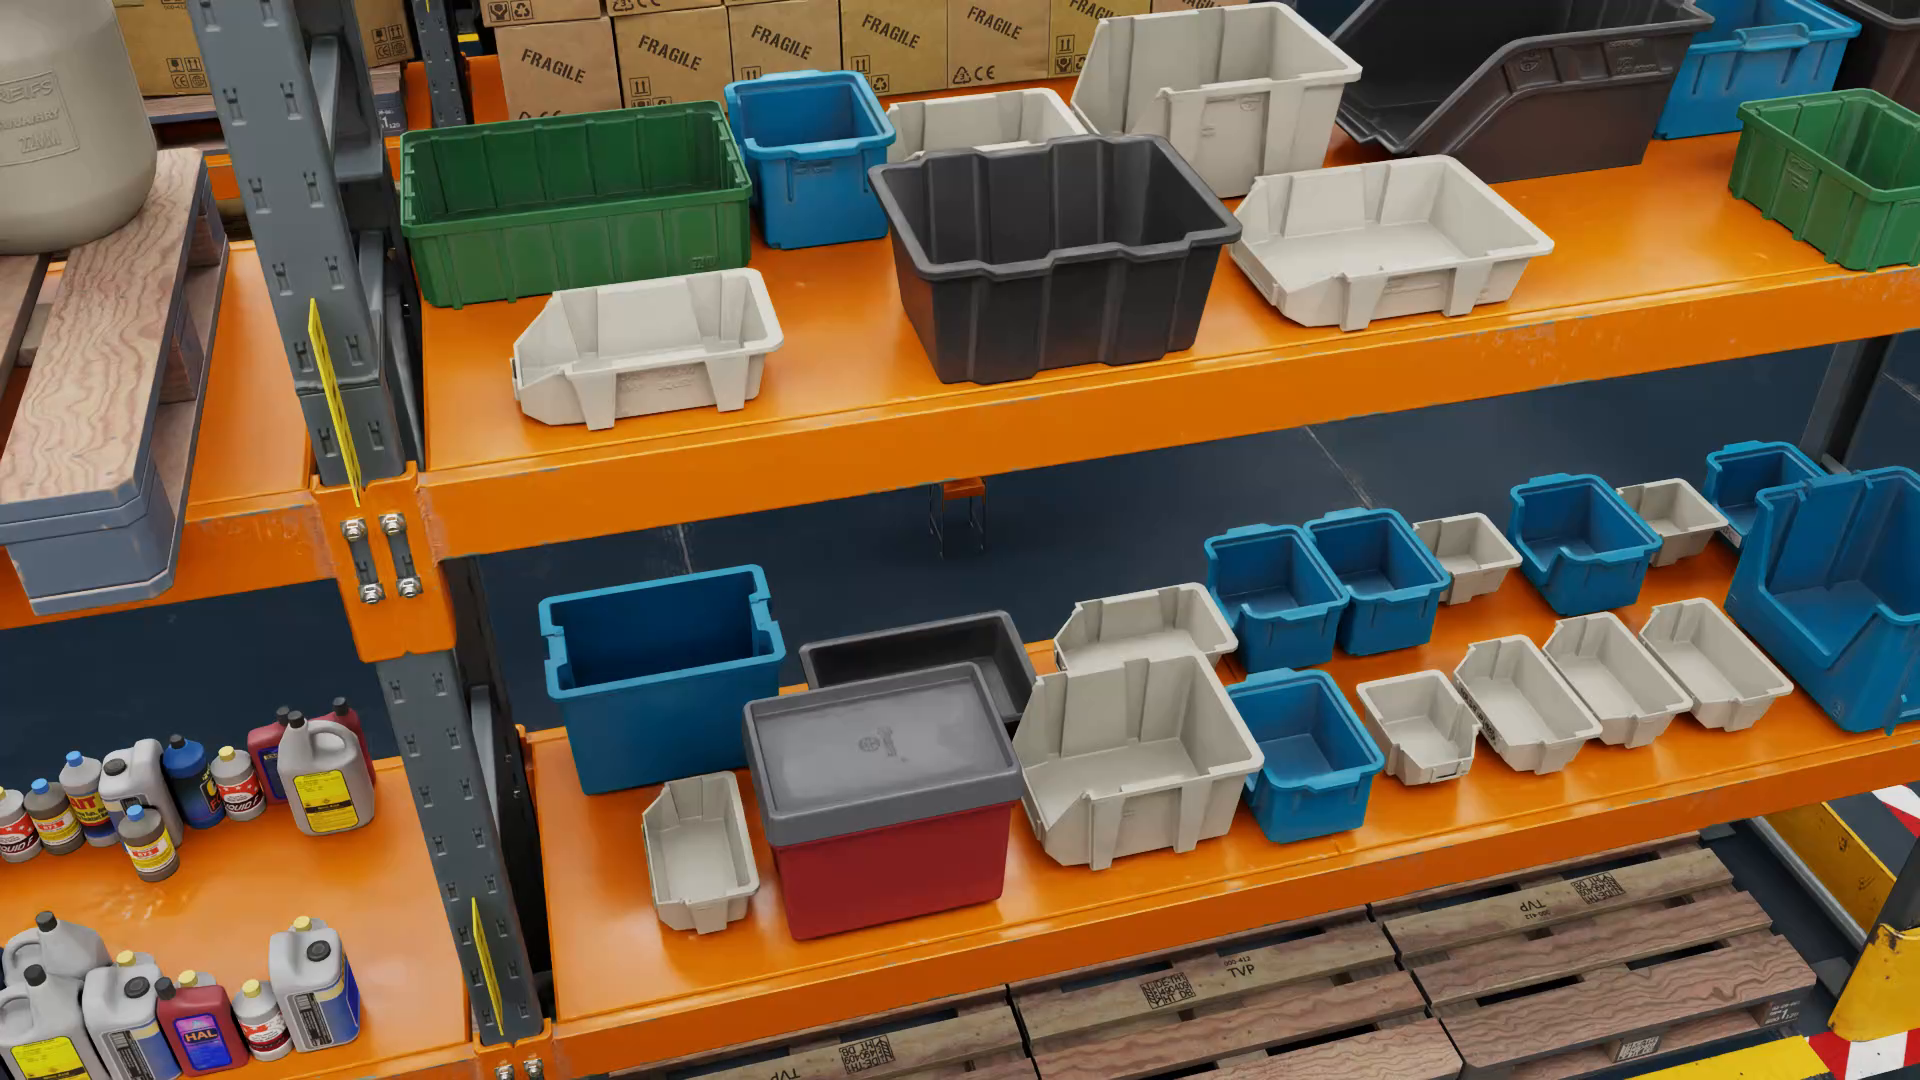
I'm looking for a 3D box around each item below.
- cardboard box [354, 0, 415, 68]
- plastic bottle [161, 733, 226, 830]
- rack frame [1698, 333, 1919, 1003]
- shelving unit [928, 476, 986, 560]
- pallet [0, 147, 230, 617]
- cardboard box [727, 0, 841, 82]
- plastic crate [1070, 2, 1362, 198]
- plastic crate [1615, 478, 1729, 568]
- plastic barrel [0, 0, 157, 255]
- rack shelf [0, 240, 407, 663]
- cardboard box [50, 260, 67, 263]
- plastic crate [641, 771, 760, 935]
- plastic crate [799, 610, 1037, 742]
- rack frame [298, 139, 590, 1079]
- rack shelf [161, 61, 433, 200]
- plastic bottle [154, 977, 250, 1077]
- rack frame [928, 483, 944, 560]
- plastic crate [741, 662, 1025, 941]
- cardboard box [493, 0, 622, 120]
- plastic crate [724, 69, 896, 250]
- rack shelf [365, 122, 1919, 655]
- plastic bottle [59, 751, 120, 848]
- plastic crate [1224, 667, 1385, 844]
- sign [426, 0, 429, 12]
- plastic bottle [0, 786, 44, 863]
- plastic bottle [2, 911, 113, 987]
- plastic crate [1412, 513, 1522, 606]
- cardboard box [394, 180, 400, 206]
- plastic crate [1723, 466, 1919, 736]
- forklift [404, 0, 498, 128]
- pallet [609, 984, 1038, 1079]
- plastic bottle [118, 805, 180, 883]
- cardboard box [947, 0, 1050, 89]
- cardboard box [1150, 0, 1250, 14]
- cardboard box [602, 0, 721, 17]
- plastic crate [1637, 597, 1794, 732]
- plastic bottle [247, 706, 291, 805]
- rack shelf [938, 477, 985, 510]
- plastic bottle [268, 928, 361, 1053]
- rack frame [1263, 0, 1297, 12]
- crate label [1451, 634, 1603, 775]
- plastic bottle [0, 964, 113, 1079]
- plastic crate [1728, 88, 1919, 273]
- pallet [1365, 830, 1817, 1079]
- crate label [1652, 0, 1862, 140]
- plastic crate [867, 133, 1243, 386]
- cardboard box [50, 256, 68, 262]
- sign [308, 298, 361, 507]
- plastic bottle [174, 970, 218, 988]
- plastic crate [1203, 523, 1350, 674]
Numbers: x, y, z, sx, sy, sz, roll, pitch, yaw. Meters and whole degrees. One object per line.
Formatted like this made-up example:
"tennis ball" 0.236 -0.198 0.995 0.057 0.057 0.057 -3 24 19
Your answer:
"cardboard box" -2.912 -2.505 7.629 0.500 0.500 0.700 -23 43 -27
"plastic bottle" -1.903 0.588 4.119 0.097 0.271 0.097 0 37 0
"rack frame" 2.753 0.030 4.742 0.127 3.000 1.000 -9 38 -12
"shelving unit" -0.014 -0.474 6.882 0.189 1.200 0.258 -9 38 -12
"pallet" -1.840 -0.272 2.823 1.003 0.211 1.213 -9 38 -12
"cardboard box" -0.856 -2.364 7.790 0.500 0.500 0.500 -10 38 -12
"plastic crate" 0.533 -0.945 3.645 0.530 0.282 0.437 -9 38 -12
"plastic crate" 2.097 -0.041 5.003 0.298 0.136 0.250 -9 38 -12
"plastic barrel" -1.682 -0.813 2.917 0.433 0.535 0.433 0 37 0
"rack shelf" -3.040 0.074 2.807 4.000 0.370 1.077 -9 38 -12
"cardboard box" -4.252 -0.944 7.710 0.500 0.500 0.500 -11 39 -13
"plastic crate" -0.622 0.754 3.963 0.243 0.136 0.396 -9 38 -12
"plastic crate" -0.098 0.414 4.417 0.590 0.125 0.437 -9 38 -12
"rack frame" -1.109 0.663 3.914 0.127 3.000 1.000 -9 38 -12
"rack shelf" -4.327 -1.640 7.517 4.000 0.370 1.077 -9 38 -12
"plastic bottle" -1.616 1.025 3.537 0.133 0.283 0.061 -9 38 -12
"rack frame" -0.102 -0.460 6.863 0.006 1.200 0.240 -9 38 -12
"plastic crate" -0.181 0.620 3.869 0.583 0.464 0.402 -9 38 -12
"cardboard box" -1.833 -2.203 7.579 0.500 0.500 0.500 -8 38 -11
"plastic crate" -0.313 -0.793 3.487 0.300 0.233 0.416 -9 38 -12
"rack shelf" 0.822 -0.559 3.635 4.000 0.370 1.077 -9 38 -12
"plastic bottle" -2.127 0.625 4.071 0.097 0.271 0.097 0 37 0
"plastic crate" 0.837 0.548 4.153 0.300 0.233 0.416 -9 38 -12
"sign" -2.248 -2.378 6.936 0.005 0.325 0.100 -9 38 -12
"plastic bottle" -2.315 0.683 4.052 0.097 0.201 0.097 0 37 0
"plastic bottle" -1.948 0.936 3.598 0.185 0.351 0.144 -9 38 -12
"plastic crate" 1.443 0.066 4.862 0.298 0.136 0.250 -9 38 -12
"cardboard box" -2.927 -1.491 8.426 0.500 0.500 0.500 -11 39 -14
"plastic crate" 2.478 0.154 4.501 0.499 0.435 0.616 -9 38 -12
"forklift" -3.042 -3.624 9.575 3.031 2.935 1.130 -9 38 -11
"pallet" -0.409 1.632 4.943 1.213 0.211 1.003 -9 38 -12
"plastic bottle" -1.958 0.720 4.003 0.097 0.201 0.097 0 37 0
"cardboard box" 0.121 -2.525 8.000 0.500 0.500 0.500 -9 38 -12
"cardboard box" 1.104 -2.686 8.210 0.500 0.500 0.500 -8 38 -11
"cardboard box" -1.370 -2.671 7.368 0.500 0.500 0.500 -10 39 -13
"plastic crate" 2.013 0.346 4.497 0.243 0.136 0.396 -9 38 -12
"plastic bottle" -1.703 0.539 4.173 0.133 0.283 0.061 -9 38 -12
"rack shelf" -0.014 -0.248 7.055 0.180 0.103 0.258 -9 38 -12
"plastic bottle" -1.405 0.965 3.622 0.135 0.276 0.152 -9 38 -12
"rack frame" 1.465 -2.876 8.541 0.127 3.000 1.000 -9 38 -12
"crate label" 1.467 0.442 4.371 0.243 0.136 0.396 -9 38 -12
"plastic bottle" -1.911 1.020 3.488 0.185 0.351 0.144 -9 38 -12
"plastic crate" 1.875 -0.754 3.472 0.336 0.188 0.450 -9 38 -12
"pallet" 1.947 1.245 5.449 1.213 0.211 1.003 -9 38 -12
"crate label" 1.778 -1.146 3.933 0.502 0.251 0.408 -9 38 -12
"plastic crate" 0.162 -0.512 3.089 0.590 0.269 0.497 -9 38 -12
"cardboard box" -4.412 -1.245 8.105 0.500 0.500 0.500 -11 39 -14
"sign" -0.967 -0.209 2.578 0.005 0.325 0.100 -9 38 -12
"plastic bottle" -1.654 1.014 3.619 0.097 0.201 0.097 0 37 0
"plastic crate" 0.868 0.174 4.642 0.300 0.233 0.416 -9 38 -12
